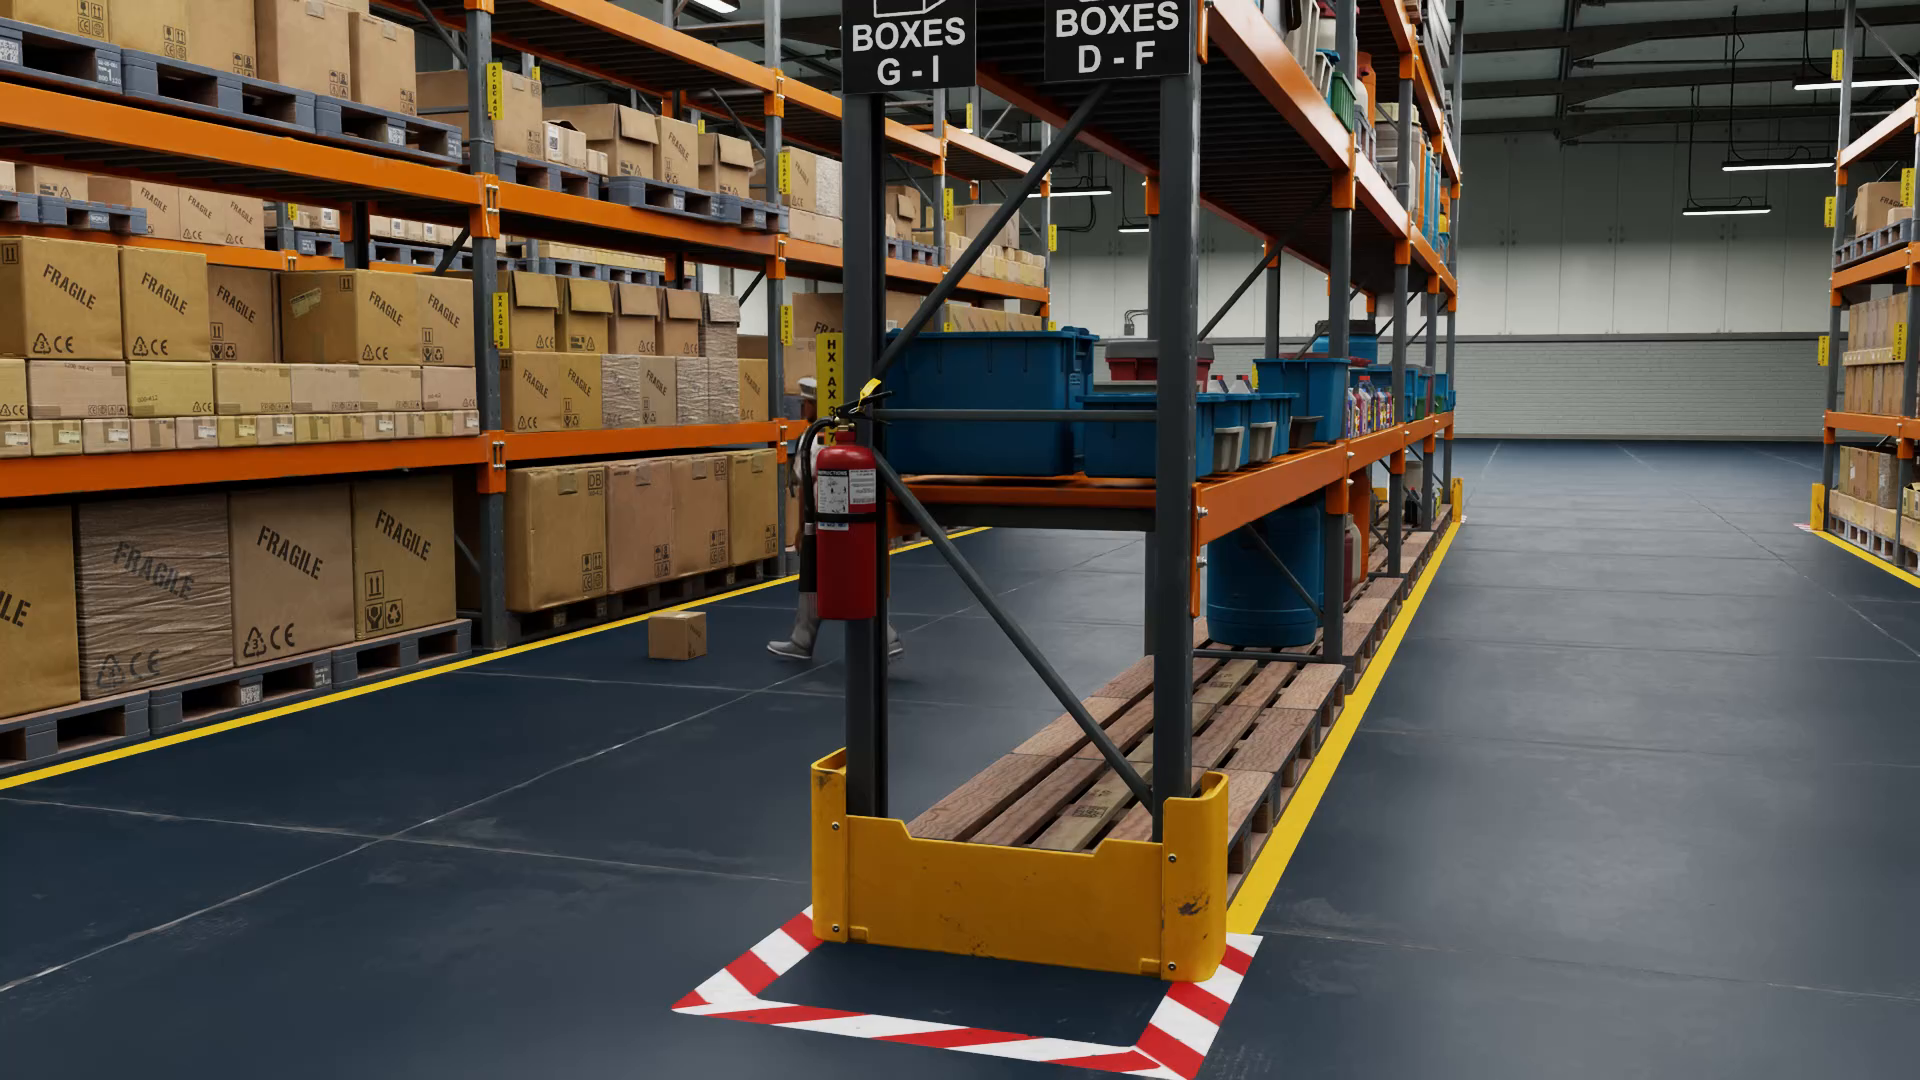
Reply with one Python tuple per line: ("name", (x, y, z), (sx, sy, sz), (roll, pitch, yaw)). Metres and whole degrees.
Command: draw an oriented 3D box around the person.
("person", (-0.701, -0.096, 9.303), (1.018, 1.617, 0.465), (3, 6, 26))
